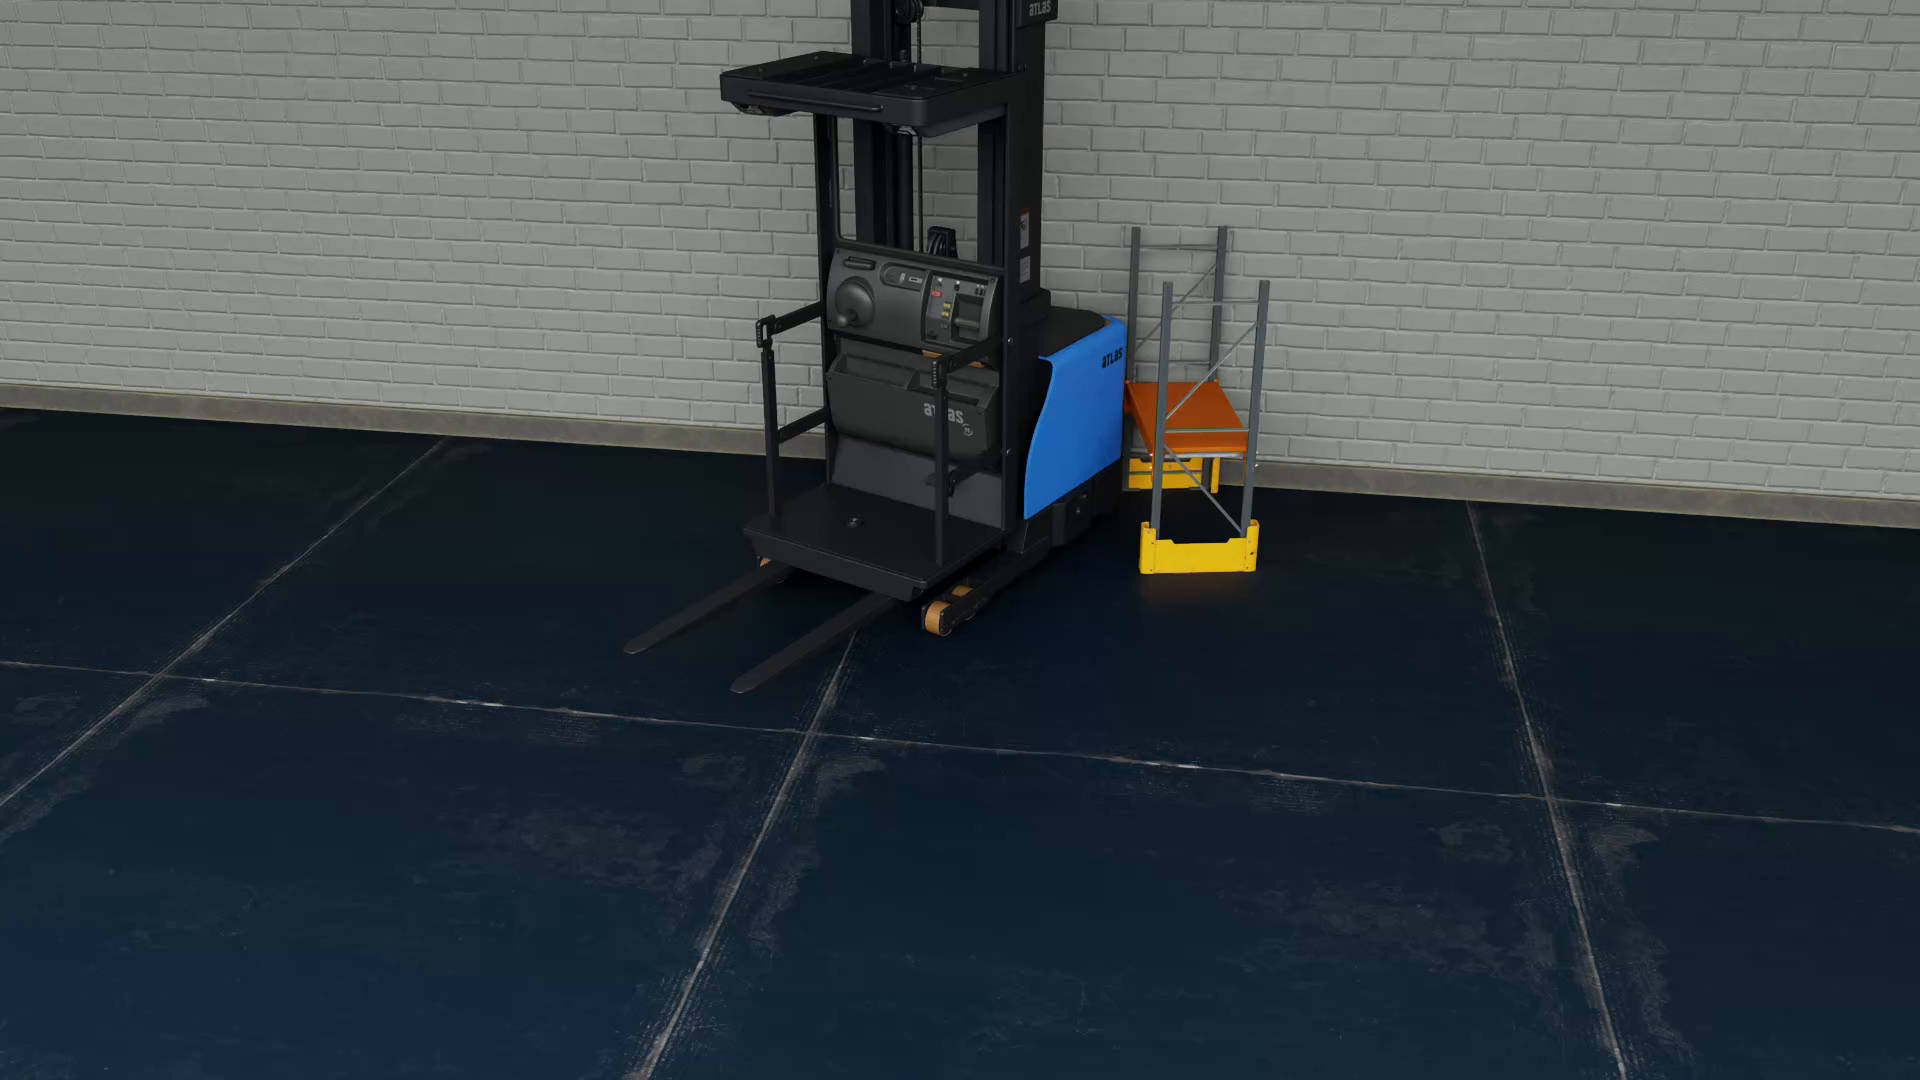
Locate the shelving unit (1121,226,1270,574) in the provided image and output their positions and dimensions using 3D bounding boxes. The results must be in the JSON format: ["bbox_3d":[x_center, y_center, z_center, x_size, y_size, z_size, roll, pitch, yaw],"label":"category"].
[{"bbox_3d":[1.178,-0.744,8.569,0.587,1.500,1.083,-1,25,-3],"label":"shelving unit"}]

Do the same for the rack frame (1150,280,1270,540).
[{"bbox_3d":[1.204,-0.532,8.118,0.500,1.500,0.032,-1,25,-3],"label":"rack frame"}]

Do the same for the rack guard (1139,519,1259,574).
[{"bbox_3d":[1.204,0.033,8.384,0.587,0.250,0.087,-1,25,-3],"label":"rack guard"}]

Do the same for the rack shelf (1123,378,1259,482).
[{"bbox_3d":[1.178,-0.585,8.654,0.538,0.185,1.000,-1,25,-3],"label":"rack shelf"}]

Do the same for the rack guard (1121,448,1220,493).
[{"bbox_3d":[1.153,-0.388,9.285,0.587,0.250,0.087,-1,25,-3],"label":"rack guard"}]

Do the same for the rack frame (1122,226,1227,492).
[{"bbox_3d":[1.152,-0.963,9.037,0.500,1.500,0.032,-1,25,-3],"label":"rack frame"}]

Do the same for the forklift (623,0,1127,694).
[{"bbox_3d":[-0.348,-1.105,7.654,1.130,2.935,3.031,16,29,30],"label":"forklift"}]
